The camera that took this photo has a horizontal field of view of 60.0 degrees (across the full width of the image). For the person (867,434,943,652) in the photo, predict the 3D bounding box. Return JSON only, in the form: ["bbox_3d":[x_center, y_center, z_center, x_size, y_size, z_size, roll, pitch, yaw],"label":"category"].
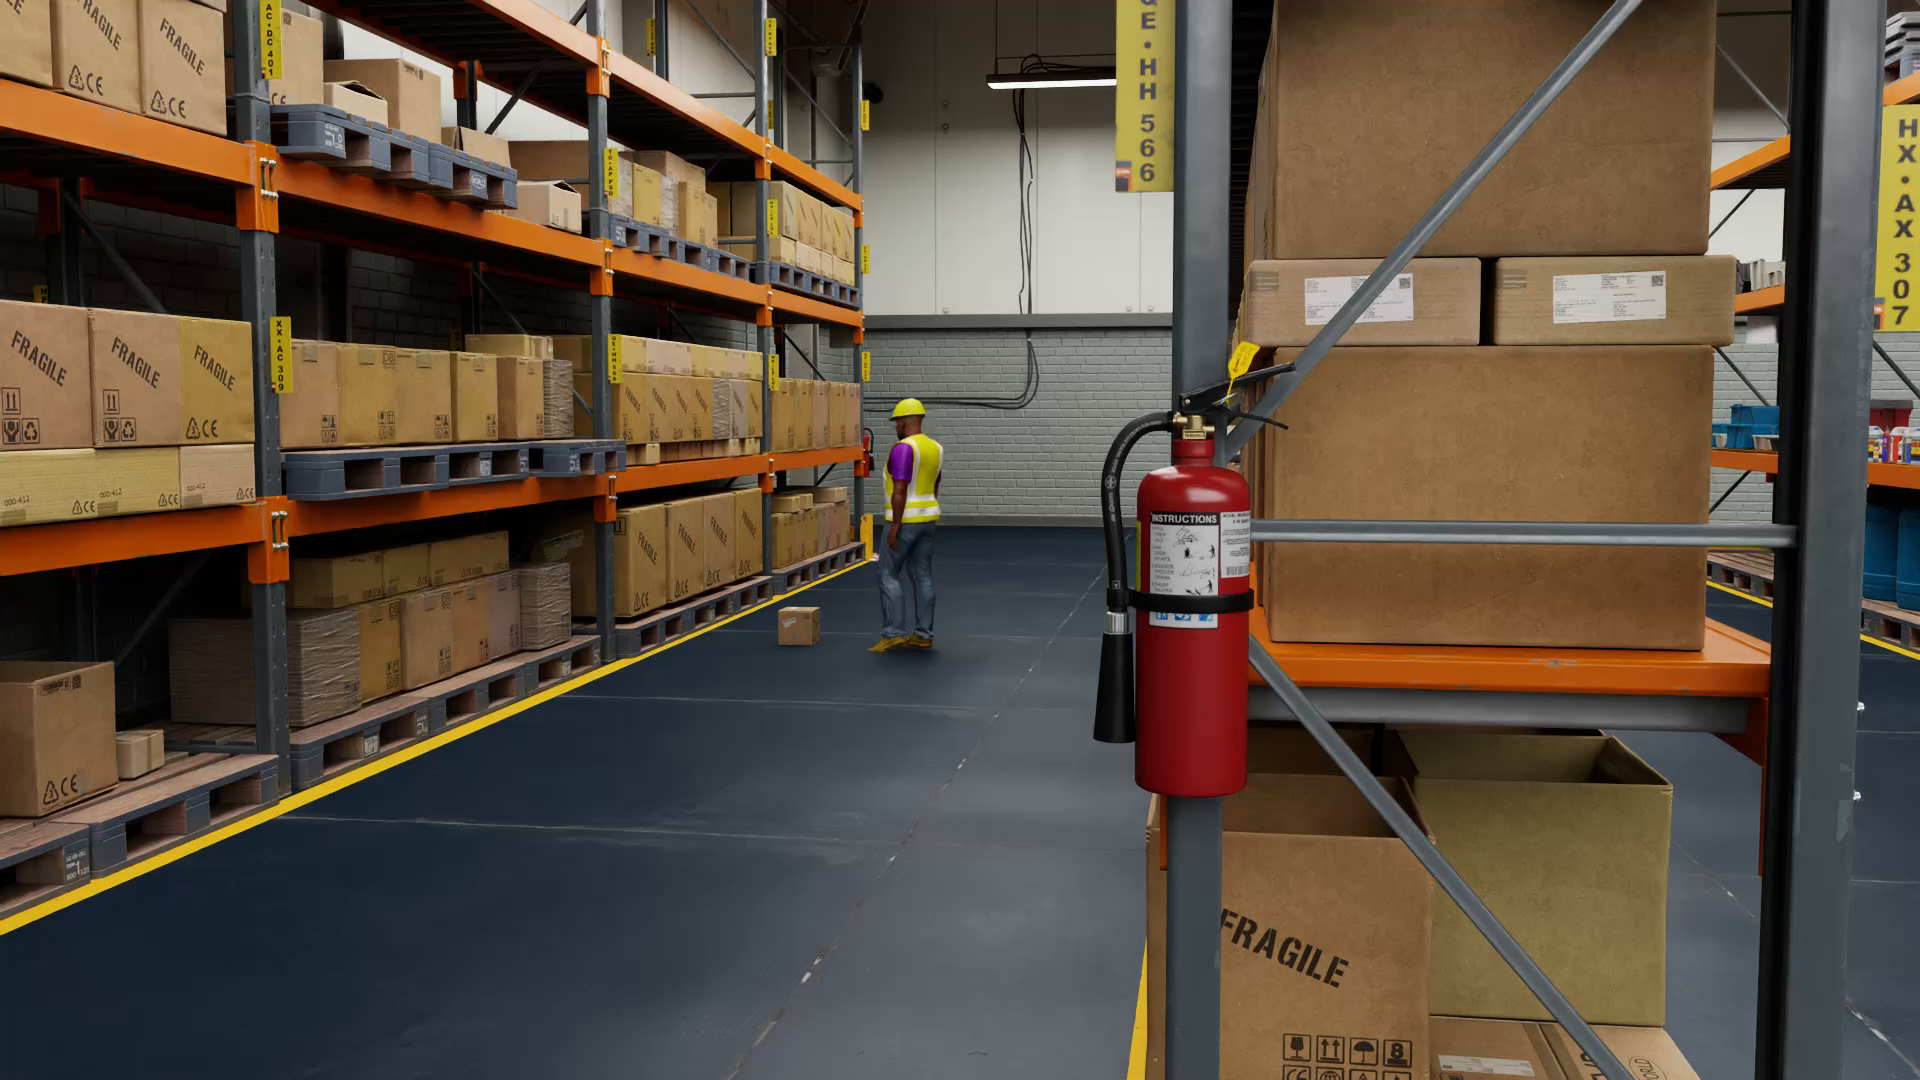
[{"bbox_3d":[7.347,-0.338,5.893,19.833,3.238,0.516,3,6,37],"label":"person"}]
